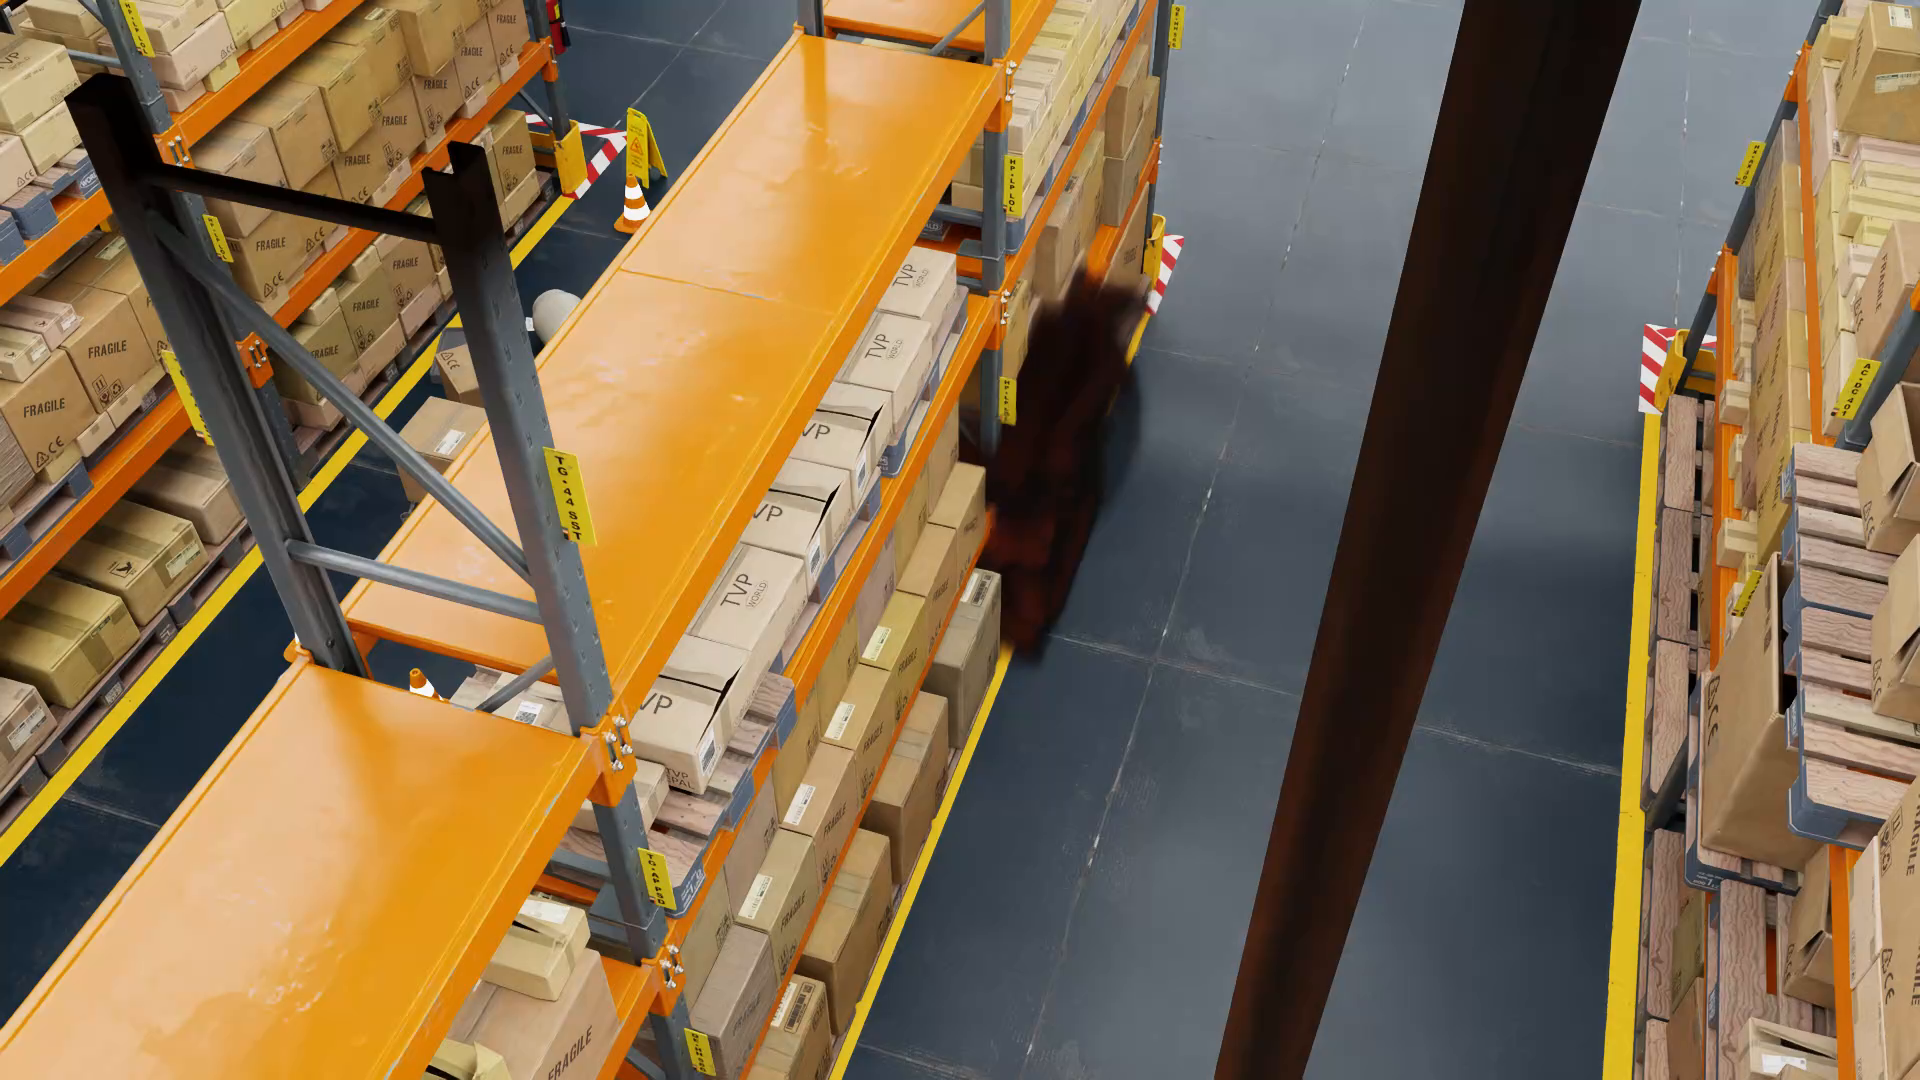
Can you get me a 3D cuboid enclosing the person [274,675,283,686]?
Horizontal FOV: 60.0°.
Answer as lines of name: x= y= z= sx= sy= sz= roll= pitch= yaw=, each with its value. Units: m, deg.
person: x=-3.071 y=1.231 z=8.273 sx=0.388 sy=1.779 sz=0.552 roll=15 pitch=48 yaw=15
